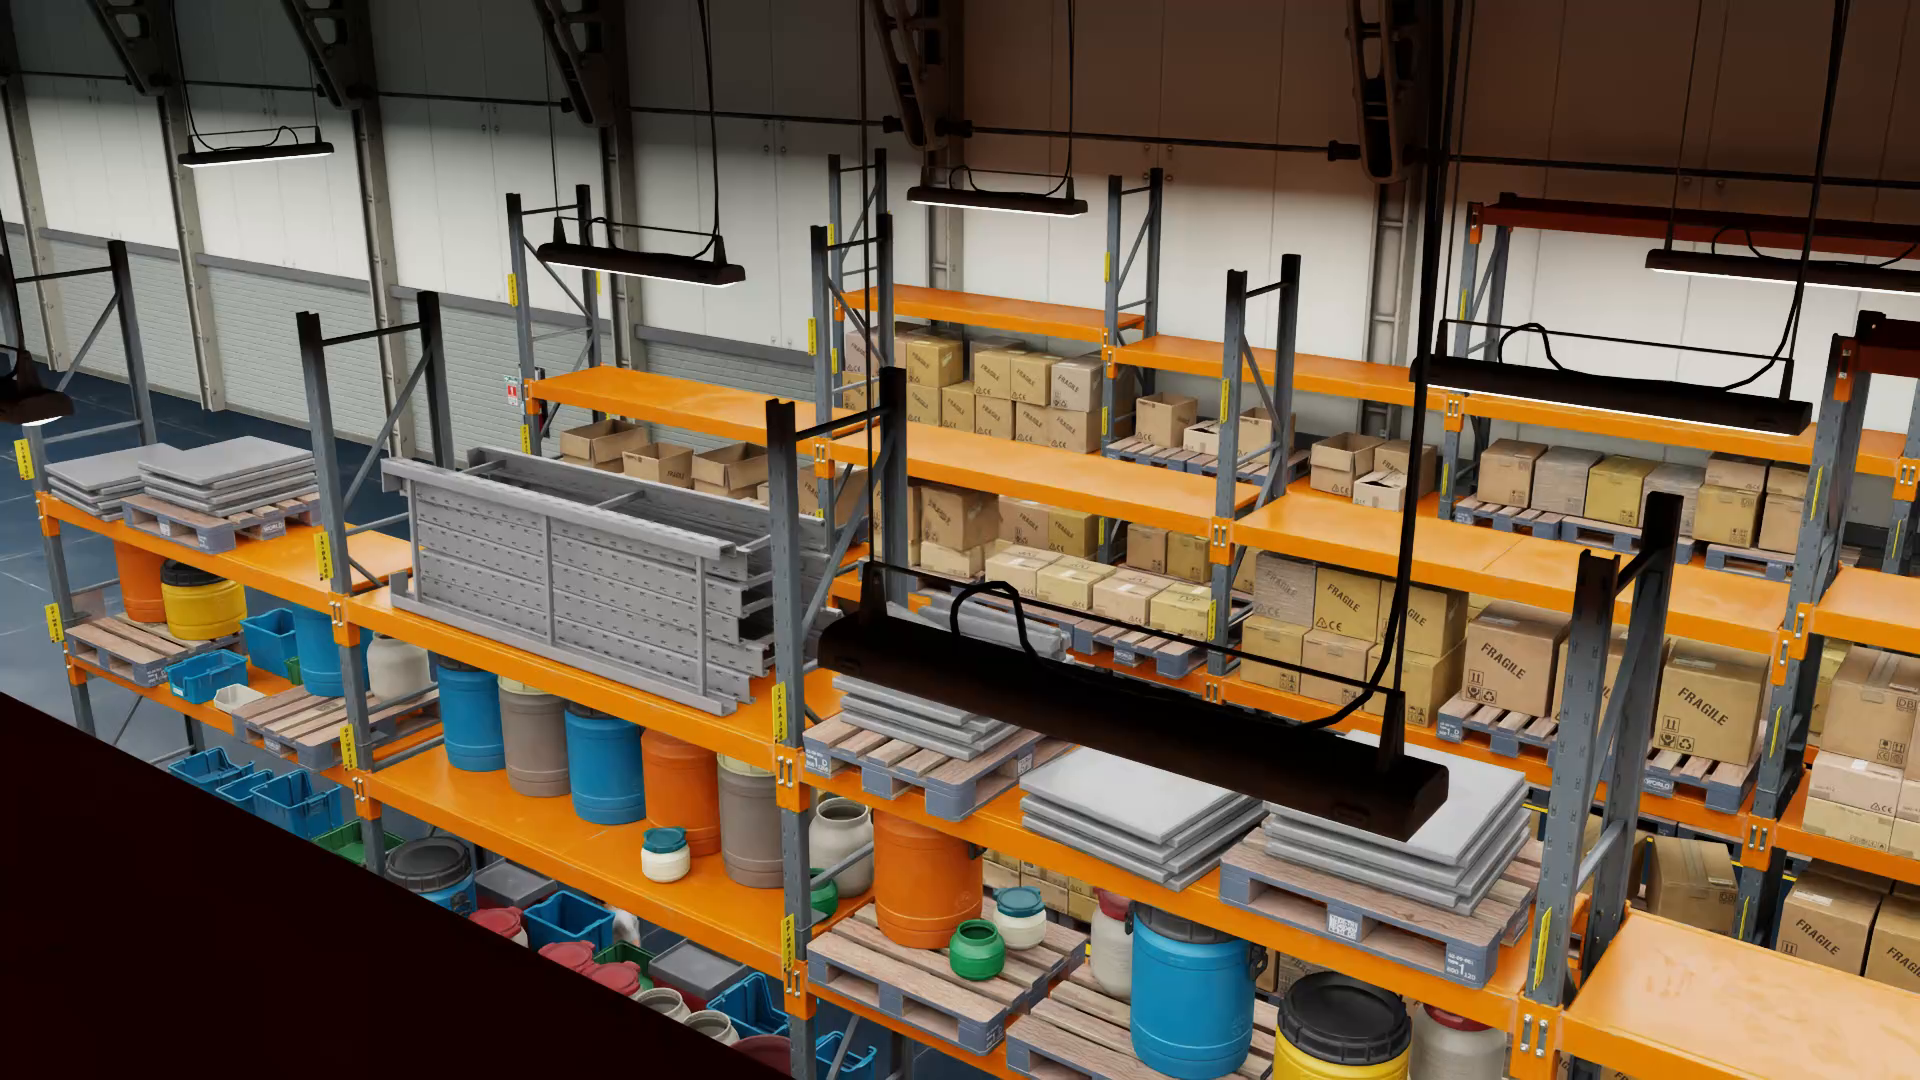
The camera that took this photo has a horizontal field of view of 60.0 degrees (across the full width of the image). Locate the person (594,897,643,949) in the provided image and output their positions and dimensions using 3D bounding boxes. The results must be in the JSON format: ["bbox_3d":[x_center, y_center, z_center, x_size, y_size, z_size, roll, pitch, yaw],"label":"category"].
[{"bbox_3d":[-2.596,3.264,12.741,0.466,1.627,0.924,13,22,33],"label":"person"}]
